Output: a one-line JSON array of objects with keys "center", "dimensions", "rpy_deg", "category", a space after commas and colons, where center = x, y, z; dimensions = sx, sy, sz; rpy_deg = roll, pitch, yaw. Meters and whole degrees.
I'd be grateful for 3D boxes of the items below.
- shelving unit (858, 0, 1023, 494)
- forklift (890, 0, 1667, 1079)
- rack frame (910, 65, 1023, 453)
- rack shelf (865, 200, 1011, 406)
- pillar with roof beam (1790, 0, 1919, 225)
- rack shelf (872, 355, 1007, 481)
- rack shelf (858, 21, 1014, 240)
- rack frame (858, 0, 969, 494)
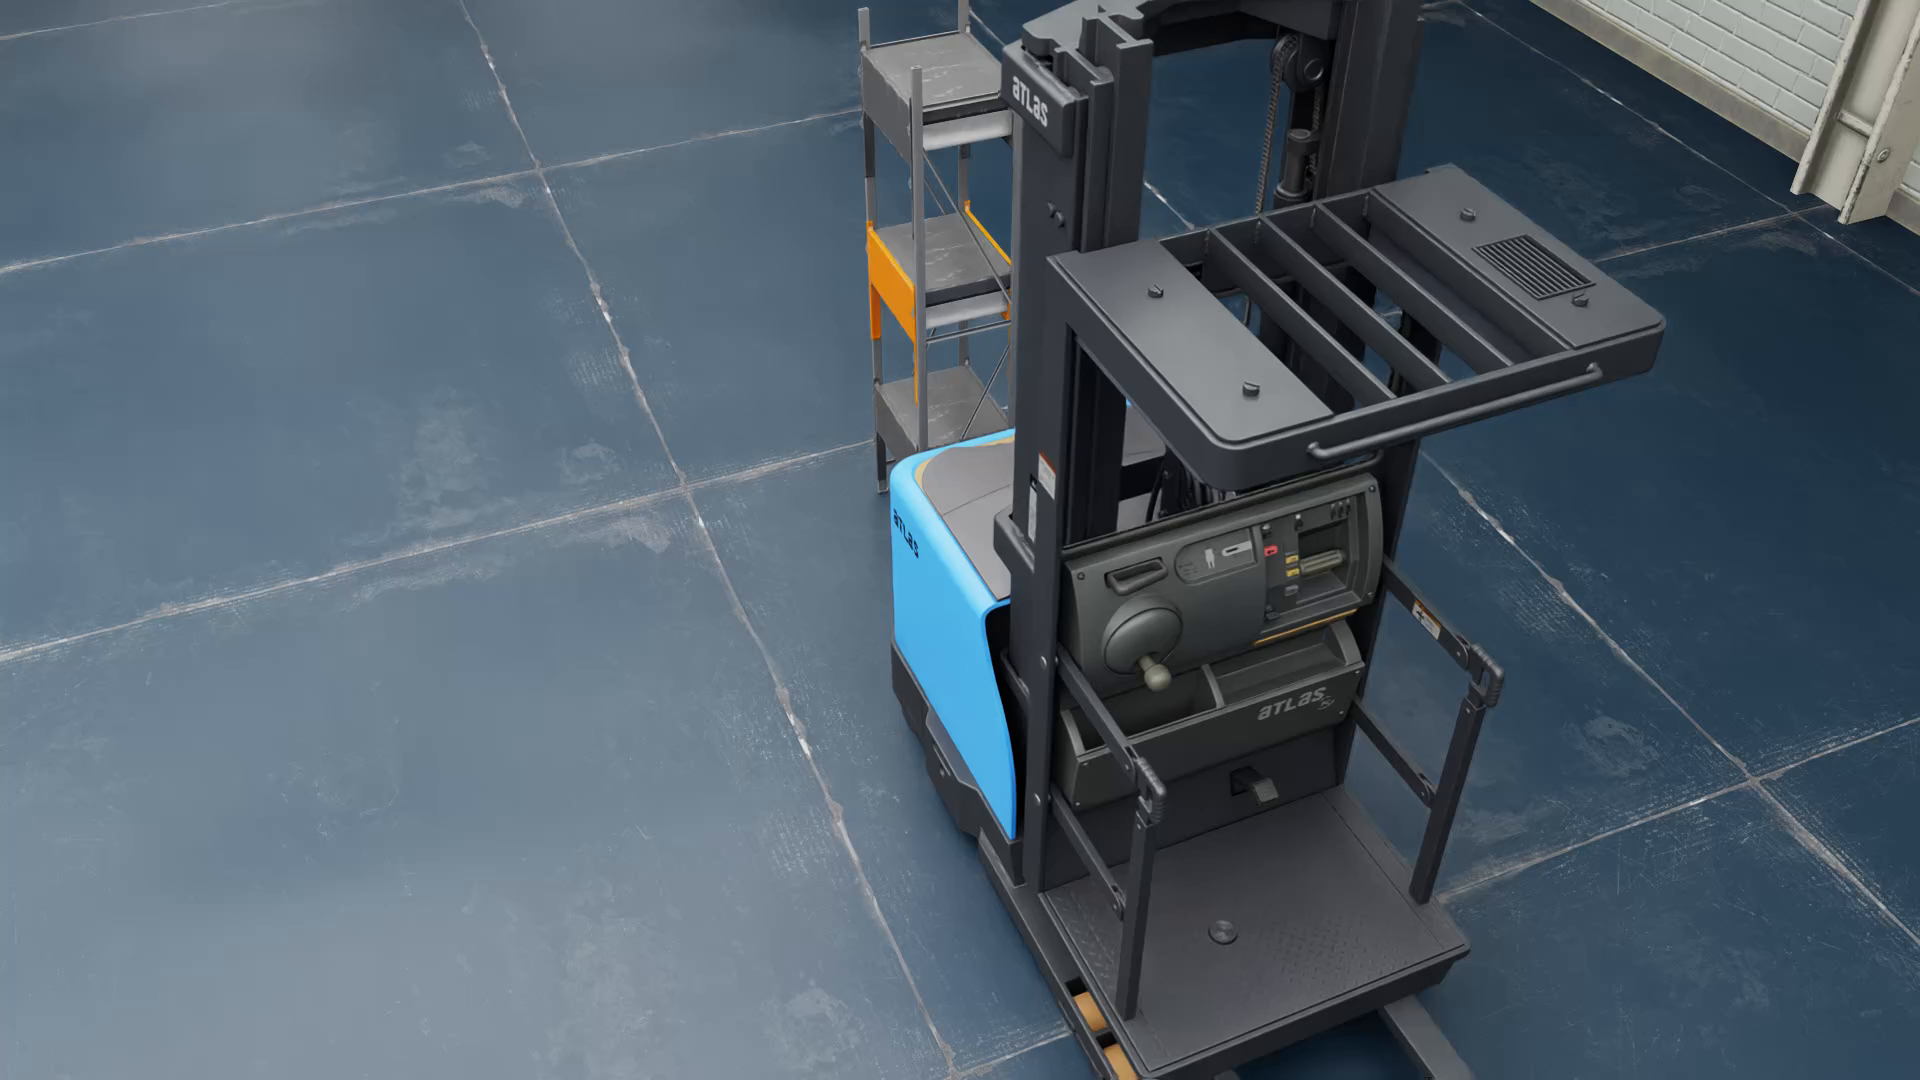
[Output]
[{"center": [-0.063, -0.896, 6.181], "dimensions": [0.431, 2.100, 0.503], "rpy_deg": [-15, 43, -17], "category": "shelving unit"}, {"center": [0.808, 0.198, 4.272], "dimensions": [1.130, 2.935, 3.031], "rpy_deg": [-16, 43, -18], "category": "forklift"}, {"center": [0.030, -0.749, 6.010], "dimensions": [0.400, 2.100, 0.015], "rpy_deg": [-15, 43, -17], "category": "rack frame"}, {"center": [-0.063, -0.885, 6.190], "dimensions": [0.431, 0.518, 0.480], "rpy_deg": [-15, 43, -17], "category": "rack shelf"}, {"center": [0.696, -4.137, 4.659], "dimensions": [9.100, 9.000, 0.400], "rpy_deg": [-15, 43, -17], "category": "pillar with roof beam"}, {"center": [-0.063, -0.355, 6.647], "dimensions": [0.431, 0.518, 0.480], "rpy_deg": [-15, 43, -17], "category": "rack shelf"}, {"center": [-0.063, -1.416, 5.734], "dimensions": [0.431, 0.518, 0.480], "rpy_deg": [-15, 43, -17], "category": "rack shelf"}, {"center": [-0.157, -1.043, 6.352], "dimensions": [0.400, 2.100, 0.015], "rpy_deg": [-15, 43, -17], "category": "rack frame"}]
